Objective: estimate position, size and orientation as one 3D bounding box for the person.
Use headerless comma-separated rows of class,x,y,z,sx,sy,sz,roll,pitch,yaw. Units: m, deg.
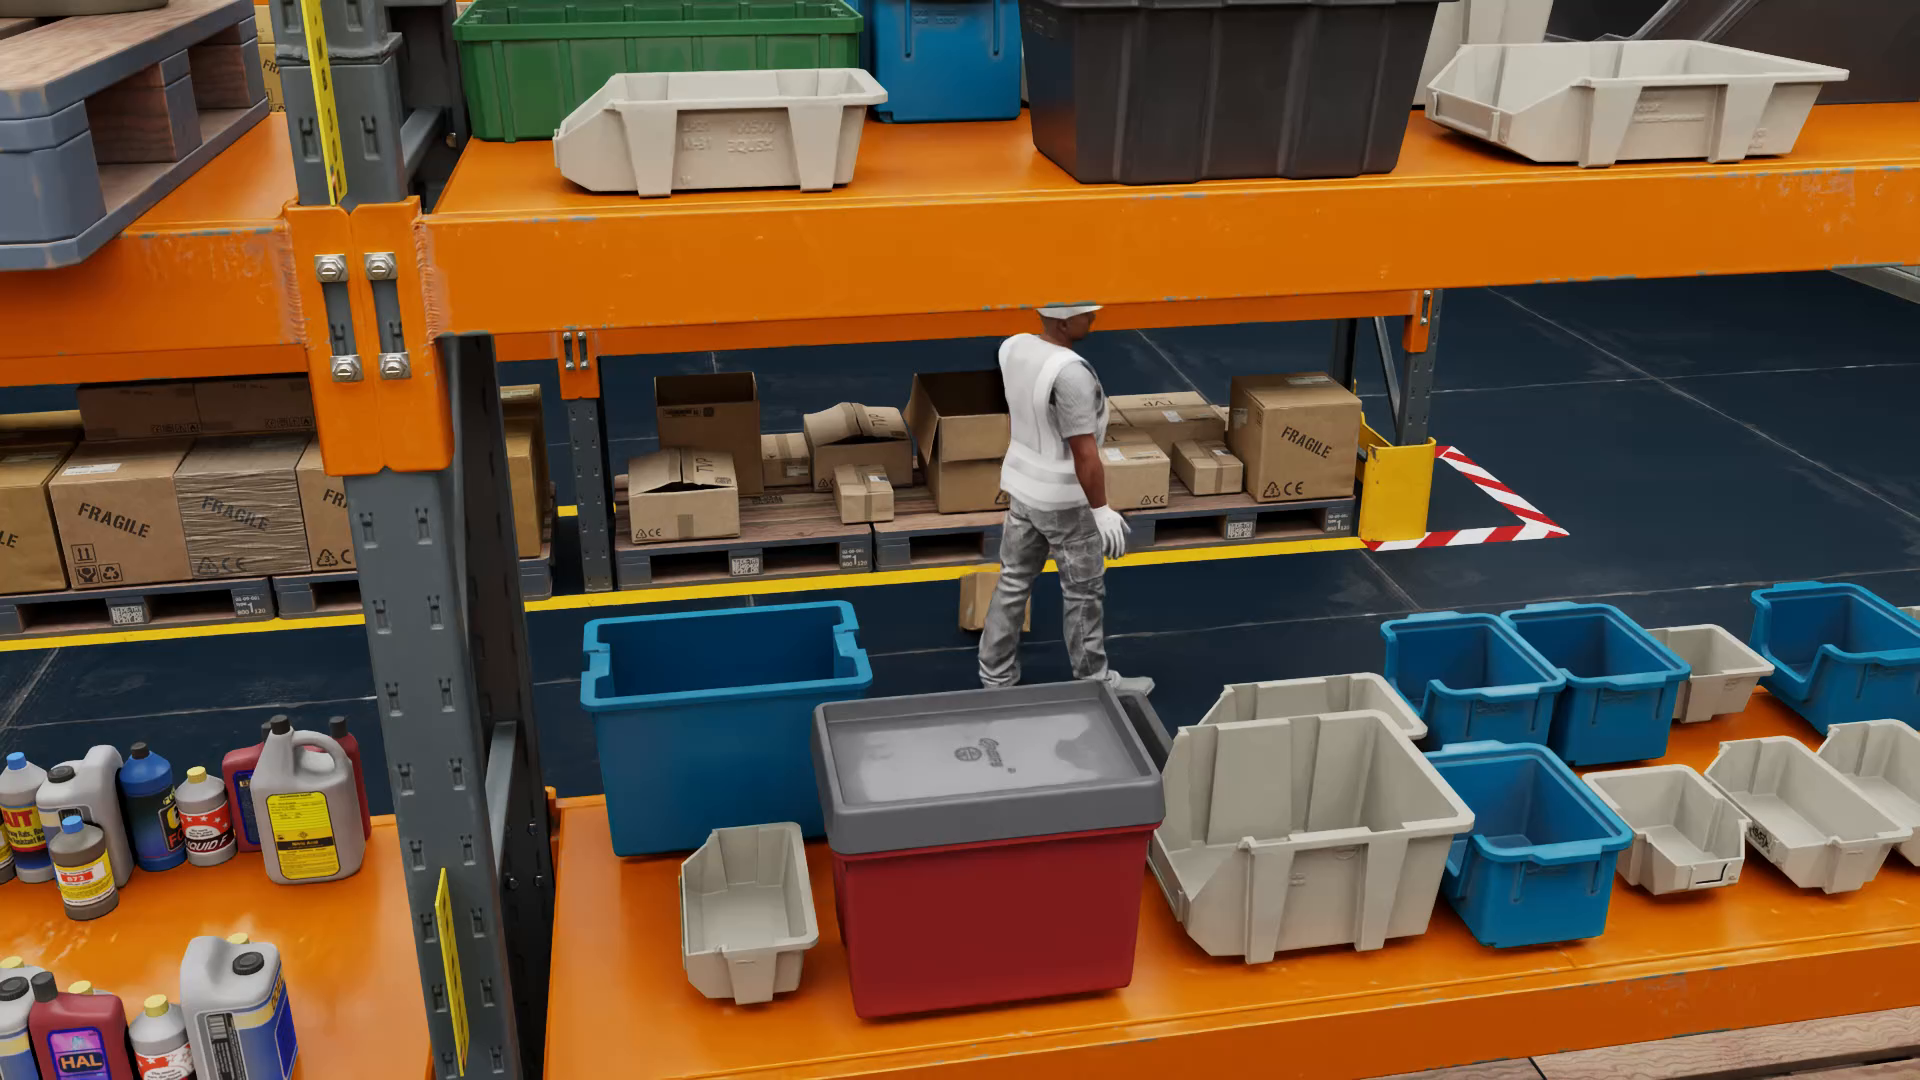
person,0.439,-0.173,6.445,0.635,1.785,0.701,-13,26,-27
